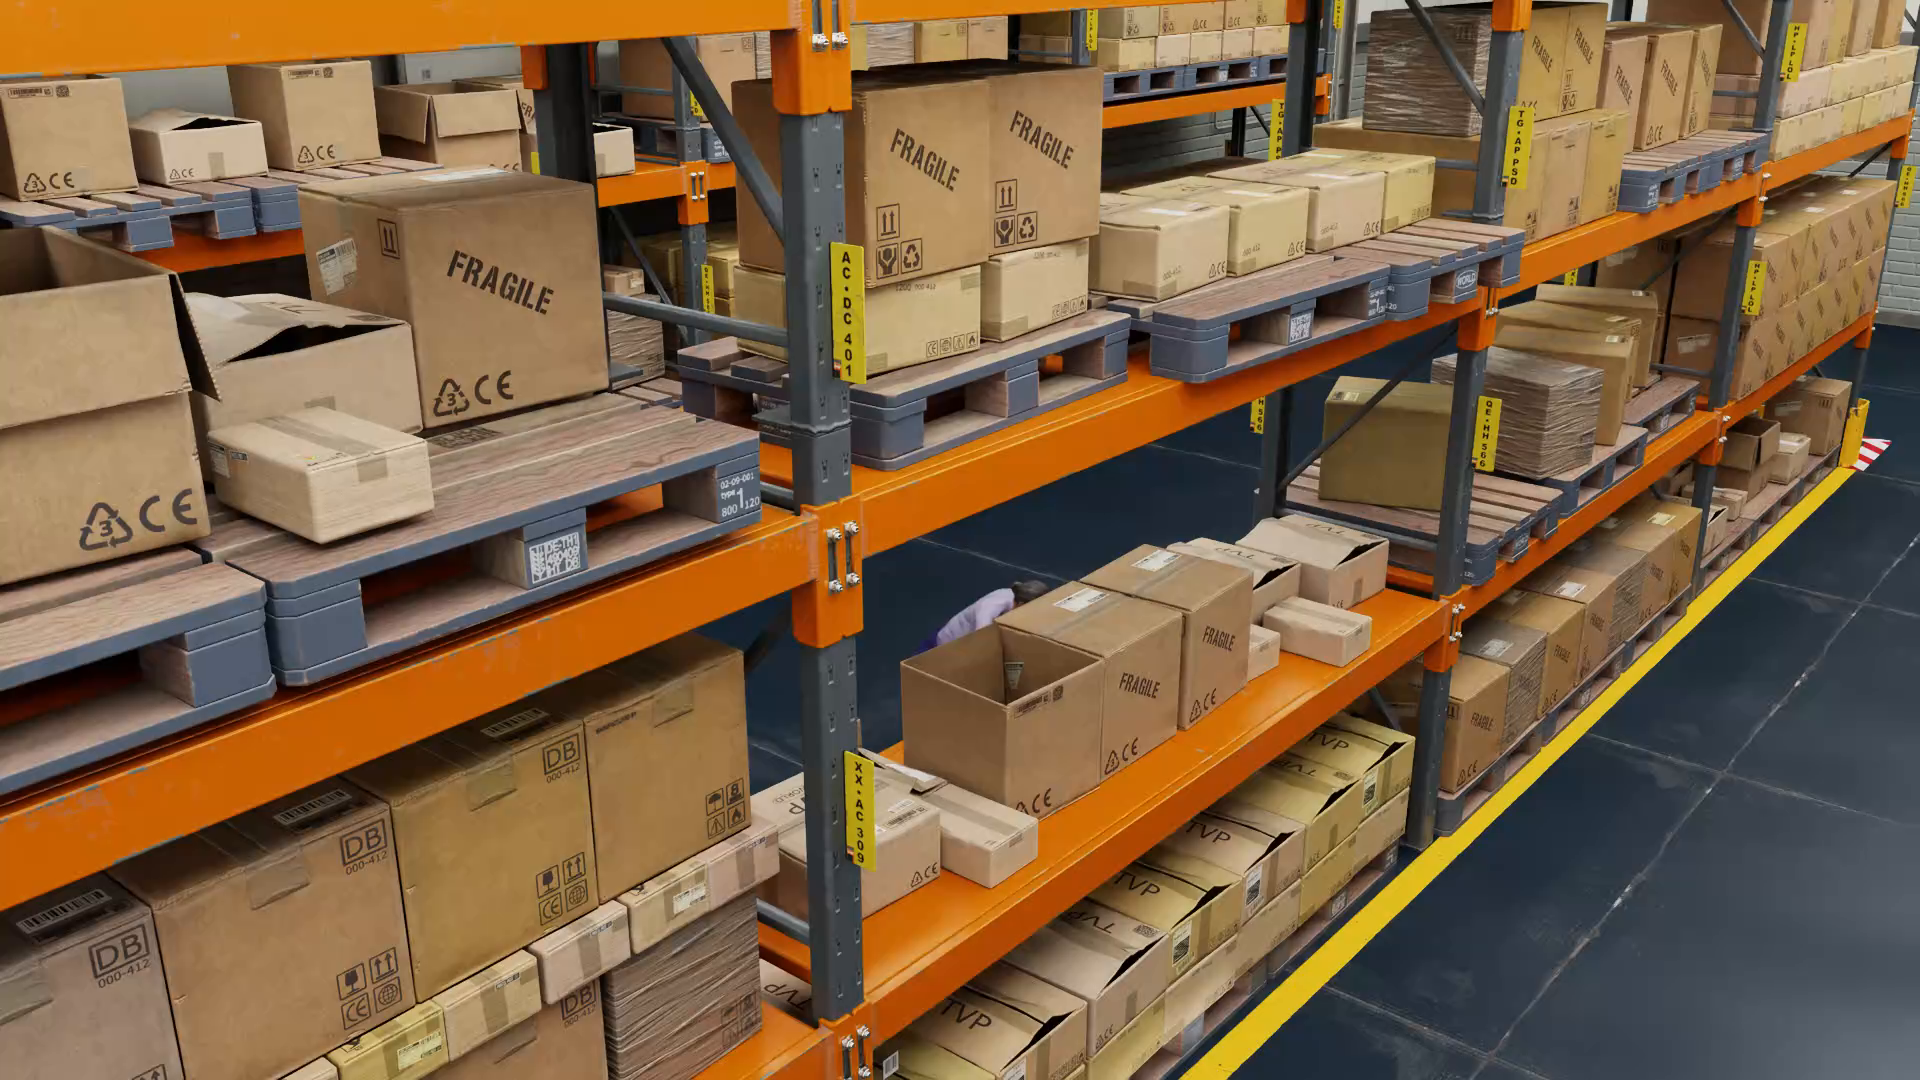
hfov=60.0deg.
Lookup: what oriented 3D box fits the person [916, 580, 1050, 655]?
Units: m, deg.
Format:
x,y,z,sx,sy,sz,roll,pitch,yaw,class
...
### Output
x,y,z,sx,sy,sz,roll,pitch,yaw,class
0.164,0.628,8.925,0.810,0.955,0.498,15,25,35,person
